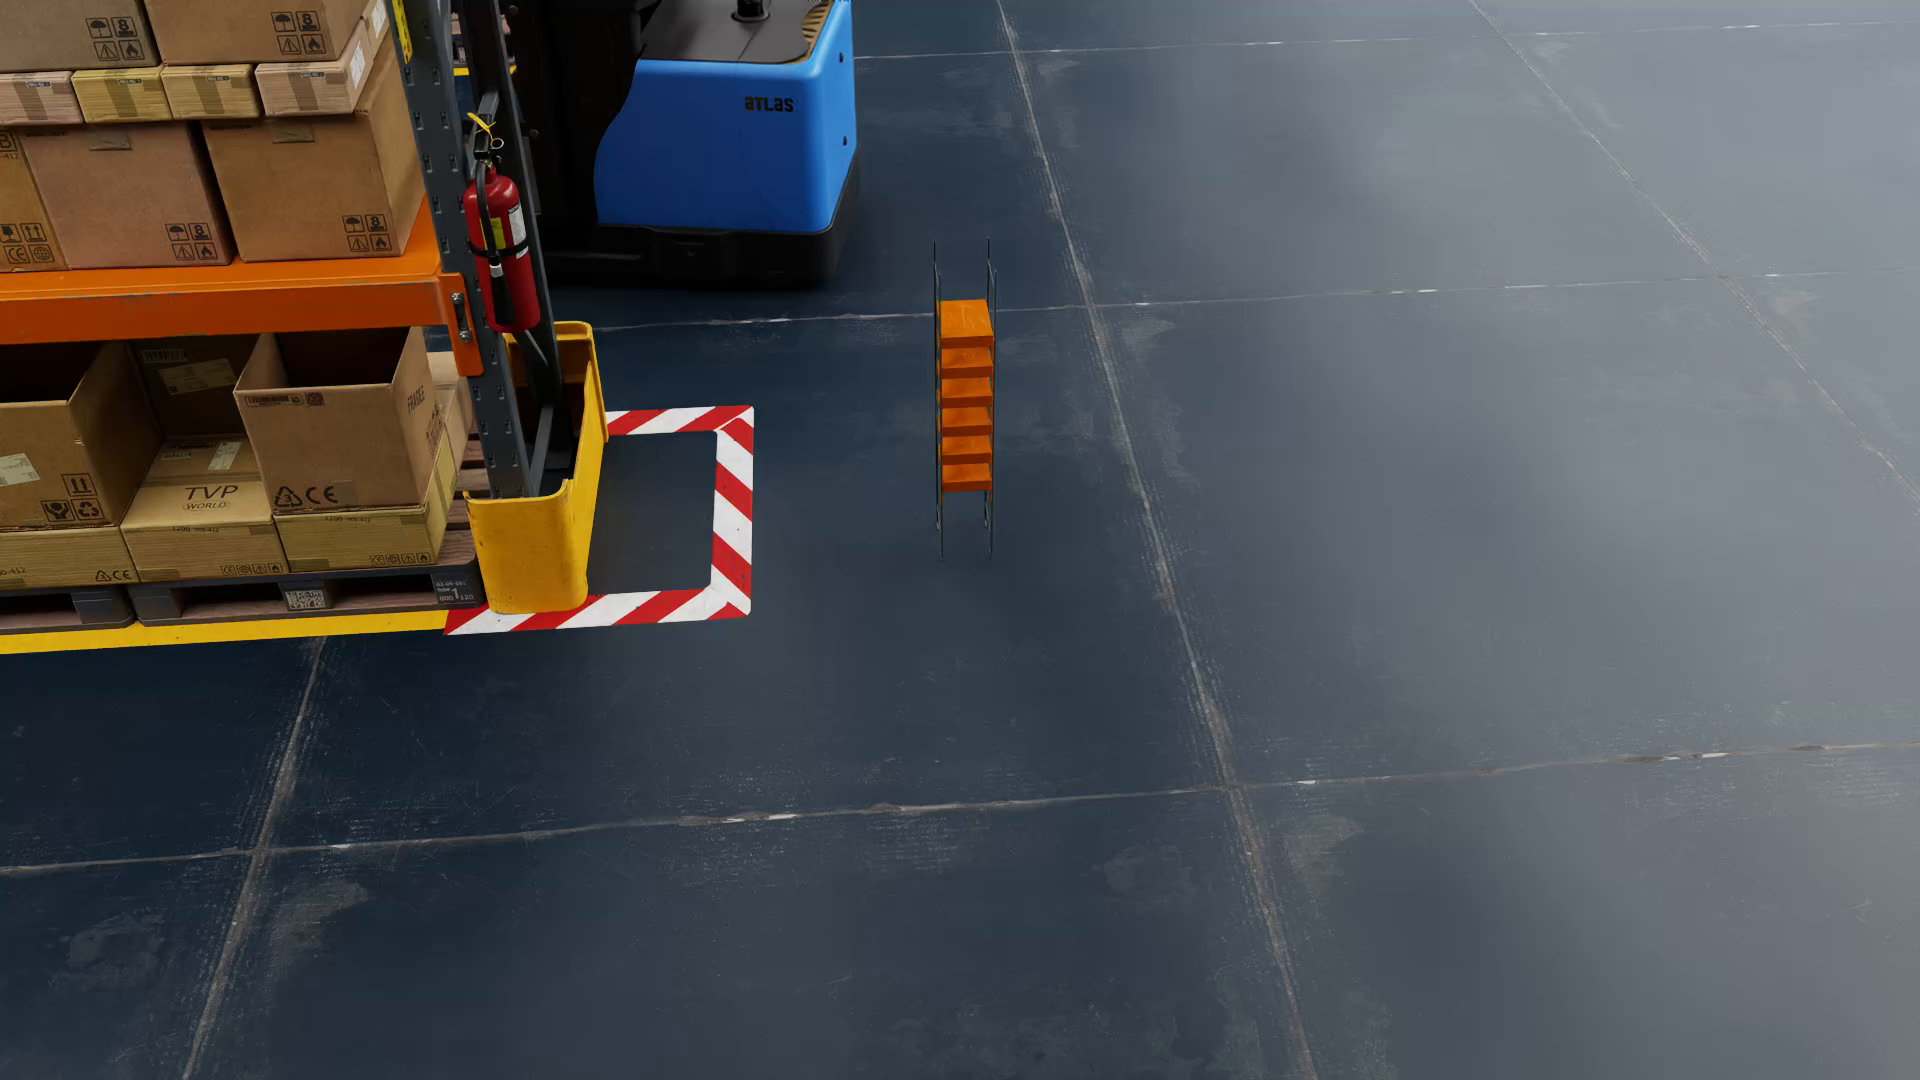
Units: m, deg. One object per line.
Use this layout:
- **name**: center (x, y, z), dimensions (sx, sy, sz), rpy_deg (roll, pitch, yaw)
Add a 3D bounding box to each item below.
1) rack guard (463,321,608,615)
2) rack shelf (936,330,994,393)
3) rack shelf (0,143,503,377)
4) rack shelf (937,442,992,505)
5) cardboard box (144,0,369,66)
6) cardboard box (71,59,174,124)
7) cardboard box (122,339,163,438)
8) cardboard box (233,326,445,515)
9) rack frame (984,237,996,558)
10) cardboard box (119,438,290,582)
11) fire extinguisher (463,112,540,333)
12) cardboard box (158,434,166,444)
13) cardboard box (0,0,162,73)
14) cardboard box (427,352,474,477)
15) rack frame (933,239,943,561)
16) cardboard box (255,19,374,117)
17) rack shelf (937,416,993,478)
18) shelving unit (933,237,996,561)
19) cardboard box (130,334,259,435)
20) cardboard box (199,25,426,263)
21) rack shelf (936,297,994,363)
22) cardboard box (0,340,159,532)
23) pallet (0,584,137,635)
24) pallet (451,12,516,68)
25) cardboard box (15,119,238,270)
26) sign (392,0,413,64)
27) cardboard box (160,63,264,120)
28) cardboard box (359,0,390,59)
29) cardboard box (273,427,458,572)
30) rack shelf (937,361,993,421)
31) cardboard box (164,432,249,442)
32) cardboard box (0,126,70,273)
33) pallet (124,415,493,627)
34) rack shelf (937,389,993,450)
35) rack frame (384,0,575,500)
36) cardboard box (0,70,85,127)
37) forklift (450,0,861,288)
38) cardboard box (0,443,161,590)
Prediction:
- **rack guard**: center (-1.563, -0.297, 6.223), dimensions (0.348, 0.500, 1.175), rpy_deg (-3, 38, -4)
- **rack shelf**: center (0.014, -0.625, 5.758), dimensions (0.180, 0.103, 0.258), rpy_deg (-3, 38, -4)
- **rack shelf**: center (-3.579, -0.885, 5.530), dimensions (4.000, 0.370, 1.077), rpy_deg (-3, 38, -4)
- **rack shelf**: center (0.014, -0.249, 6.056), dimensions (0.180, 0.103, 0.258), rpy_deg (-3, 38, -4)
- **cardboard box**: center (-2.106, -1.805, 4.988), dimensions (0.500, 0.500, 0.700), rpy_deg (-3, 38, -4)
- **cardboard box**: center (-2.466, -1.403, 5.002), dimensions (0.250, 0.149, 0.380), rpy_deg (-4, 38, -5)
- **cardboard box**: center (-3.135, -0.700, 5.992), dimensions (0.500, 0.500, 0.500), rpy_deg (-3, 38, -4)
- **cardboard box**: center (-2.095, -0.444, 5.666), dimensions (0.500, 0.500, 0.500), rpy_deg (-3, 38, -4)
- **rack frame**: center (0.106, -0.477, 5.886), dimensions (0.006, 1.200, 0.240), rpy_deg (-3, 38, -4)
- **cardboard box**: center (-2.592, -0.116, 5.856), dimensions (0.500, 0.250, 0.500), rpy_deg (-3, 38, -4)
- **fire extinguisher**: center (-1.428, -0.966, 5.116), dimensions (0.183, 0.674, 0.296), rpy_deg (-3, 38, -4)
- **cardboard box**: center (-3.136, -0.413, 6.233), dimensions (0.500, 0.250, 0.500), rpy_deg (-3, 38, -4)
- **cardboard box**: center (-2.629, -1.773, 4.947), dimensions (0.500, 0.500, 0.700), rpy_deg (-4, 38, -5)
- **cardboard box**: center (-2.141, -0.470, 6.305), dimensions (0.500, 0.250, 0.500), rpy_deg (-3, 38, -4)
- **rack frame**: center (-0.077, -0.467, 5.873), dimensions (0.006, 1.200, 0.240), rpy_deg (-3, 38, -4)
- **cardboard box**: center (-1.950, -1.432, 5.039), dimensions (0.250, 0.149, 0.380), rpy_deg (-4, 38, -5)
- **rack shelf**: center (0.014, -0.343, 5.981), dimensions (0.180, 0.103, 0.258), rpy_deg (-3, 38, -4)
- **shelving unit**: center (0.014, -0.472, 5.879), dimensions (0.189, 1.200, 0.258), rpy_deg (-3, 38, -4)
- **cardboard box**: center (-2.638, -0.736, 6.036), dimensions (0.500, 0.500, 0.500), rpy_deg (-3, 38, -4)
- **cardboard box**: center (-2.053, -1.298, 5.393), dimensions (0.500, 0.500, 0.700), rpy_deg (-3, 38, -4)
- **rack shelf**: center (0.014, -0.720, 5.684), dimensions (0.180, 0.103, 0.258), rpy_deg (-3, 38, -4)
- **cardboard box**: center (-3.089, -0.380, 5.585), dimensions (0.500, 0.500, 0.500), rpy_deg (-3, 38, -4)
- **pallet**: center (-3.557, -0.049, 6.142), dimensions (1.213, 0.211, 1.003), rpy_deg (-3, 38, -4)
- **pallet**: center (-2.903, -3.164, 10.090), dimensions (1.213, 0.211, 1.003), rpy_deg (-3, 38, -4)
- **cardboard box**: center (-2.575, -1.267, 5.353), dimensions (0.500, 0.500, 0.700), rpy_deg (-2, 38, -3)
- **sign**: center (-1.552, -1.489, 4.589), dimensions (0.005, 0.325, 0.100), rpy_deg (-3, 38, -4)
- **cardboard box**: center (-2.211, -1.417, 5.020), dimensions (0.250, 0.149, 0.380), rpy_deg (-2, 38, -3)
- **cardboard box**: center (-1.997, -1.682, 5.356), dimensions (0.250, 0.149, 0.380), rpy_deg (-3, 38, -4)
- **cardboard box**: center (-2.095, -0.150, 5.900), dimensions (0.500, 0.250, 0.500), rpy_deg (-3, 38, -4)
- **rack shelf**: center (0.014, -0.531, 5.833), dimensions (0.180, 0.103, 0.258), rpy_deg (-3, 38, -4)
- **cardboard box**: center (-2.638, -0.440, 6.267), dimensions (0.500, 0.250, 0.500), rpy_deg (-3, 38, -4)
- **cardboard box**: center (-3.071, -1.243, 5.323), dimensions (0.500, 0.500, 0.700), rpy_deg (-3, 38, -4)
- **pallet**: center (-2.345, -0.114, 6.224), dimensions (1.213, 0.211, 1.003), rpy_deg (-3, 38, -4)
- **rack shelf**: center (0.014, -0.437, 5.907), dimensions (0.180, 0.103, 0.258), rpy_deg (-3, 38, -4)
- **rack frame**: center (-1.587, -1.277, 5.447), dimensions (0.127, 3.000, 1.000), rpy_deg (-3, 38, -4)
- **cardboard box**: center (-2.716, -1.390, 4.986), dimensions (0.250, 0.149, 0.380), rpy_deg (-3, 38, -3)
- **forklift**: center (-2.046, -2.693, 7.297), dimensions (3.031, 2.935, 1.130), rpy_deg (4, 38, 4)
- **cardboard box**: center (-3.090, -0.087, 5.820), dimensions (0.500, 0.250, 0.500), rpy_deg (-3, 38, -4)
